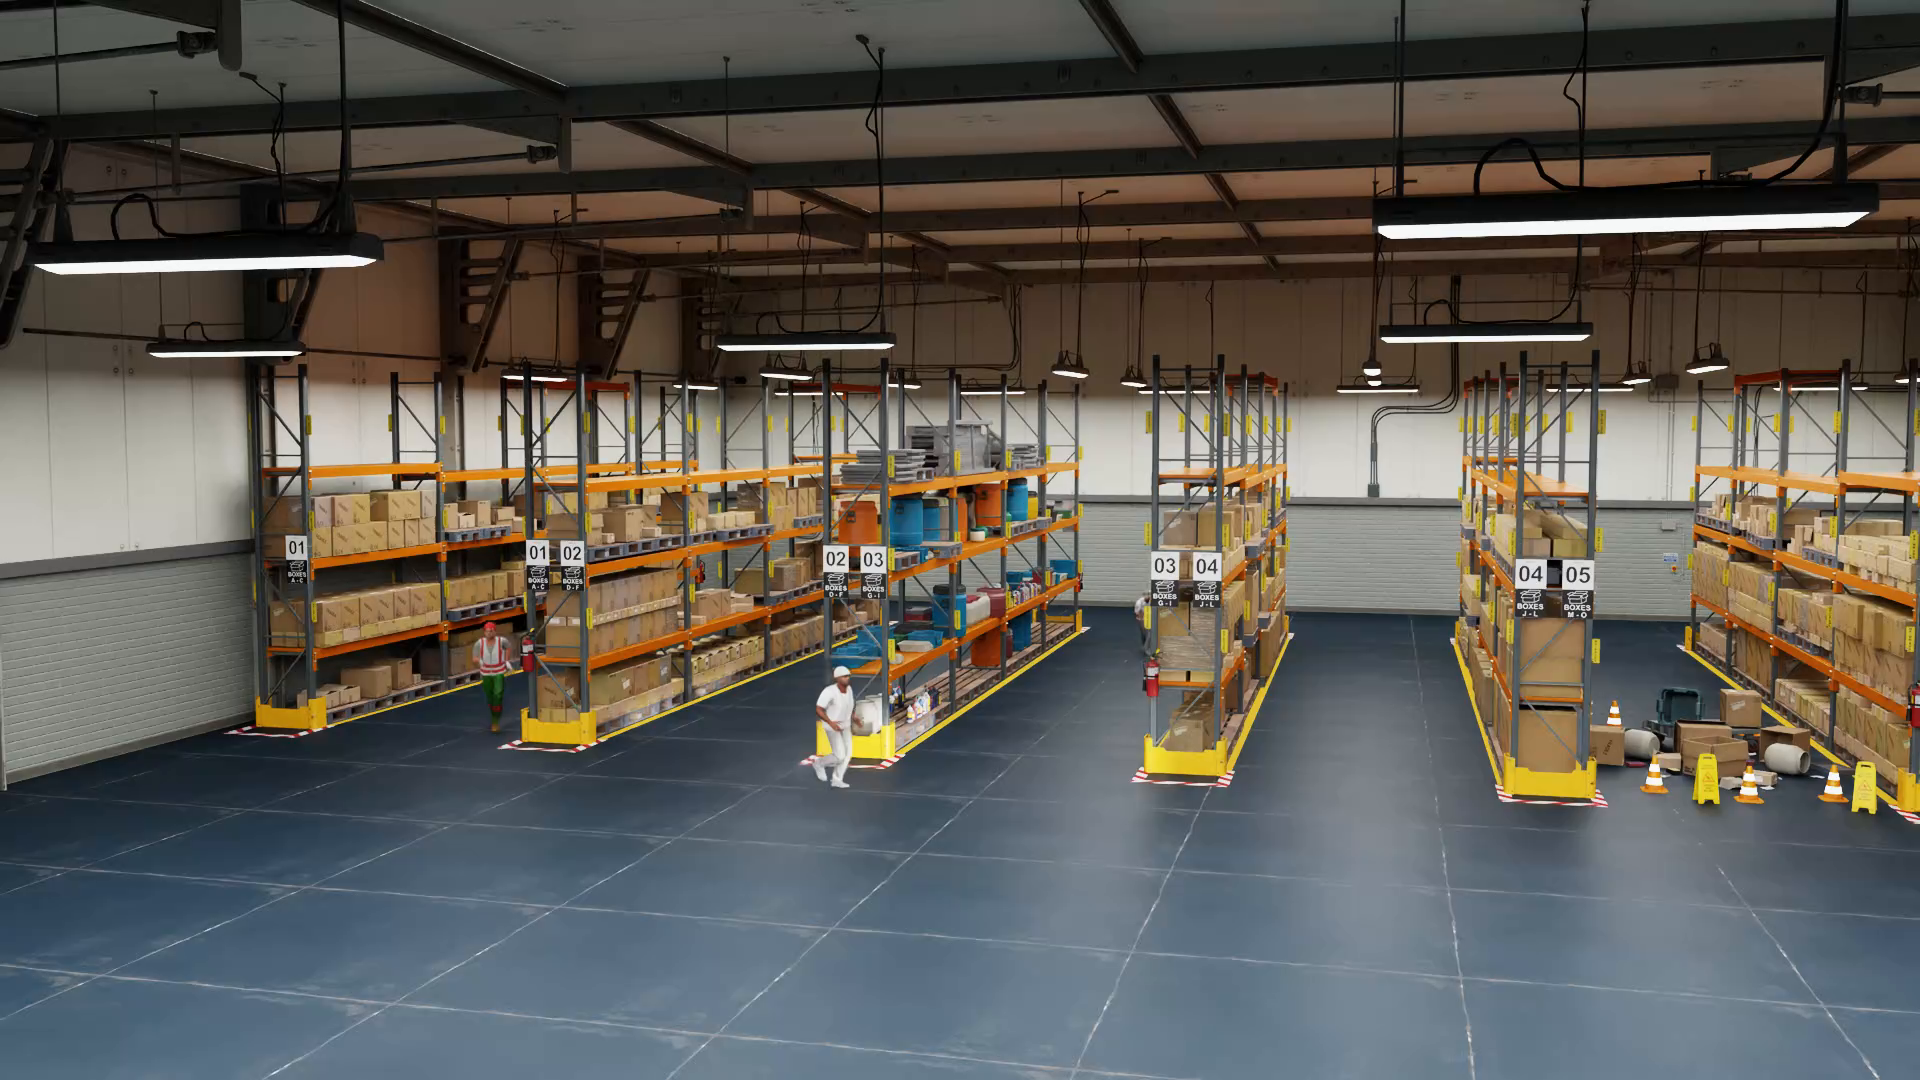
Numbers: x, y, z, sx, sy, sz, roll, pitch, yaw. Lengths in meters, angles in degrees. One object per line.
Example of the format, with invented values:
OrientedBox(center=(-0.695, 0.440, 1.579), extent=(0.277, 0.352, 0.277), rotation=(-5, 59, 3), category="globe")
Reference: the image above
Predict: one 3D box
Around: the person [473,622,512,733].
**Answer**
OrientedBox(center=(-7.691, 2.223, 27.372), extent=(0.585, 1.794, 0.946), rotation=(0, 4, -3), category="person")

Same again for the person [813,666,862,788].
OrientedBox(center=(-1.747, 2.576, 22.990), extent=(0.639, 1.698, 0.703), rotation=(3, 5, 39), category="person")

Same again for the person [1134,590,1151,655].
OrientedBox(center=(4.054, 1.789, 36.558), extent=(0.567, 1.455, 1.123), rotation=(0, 4, -5), category="person")
